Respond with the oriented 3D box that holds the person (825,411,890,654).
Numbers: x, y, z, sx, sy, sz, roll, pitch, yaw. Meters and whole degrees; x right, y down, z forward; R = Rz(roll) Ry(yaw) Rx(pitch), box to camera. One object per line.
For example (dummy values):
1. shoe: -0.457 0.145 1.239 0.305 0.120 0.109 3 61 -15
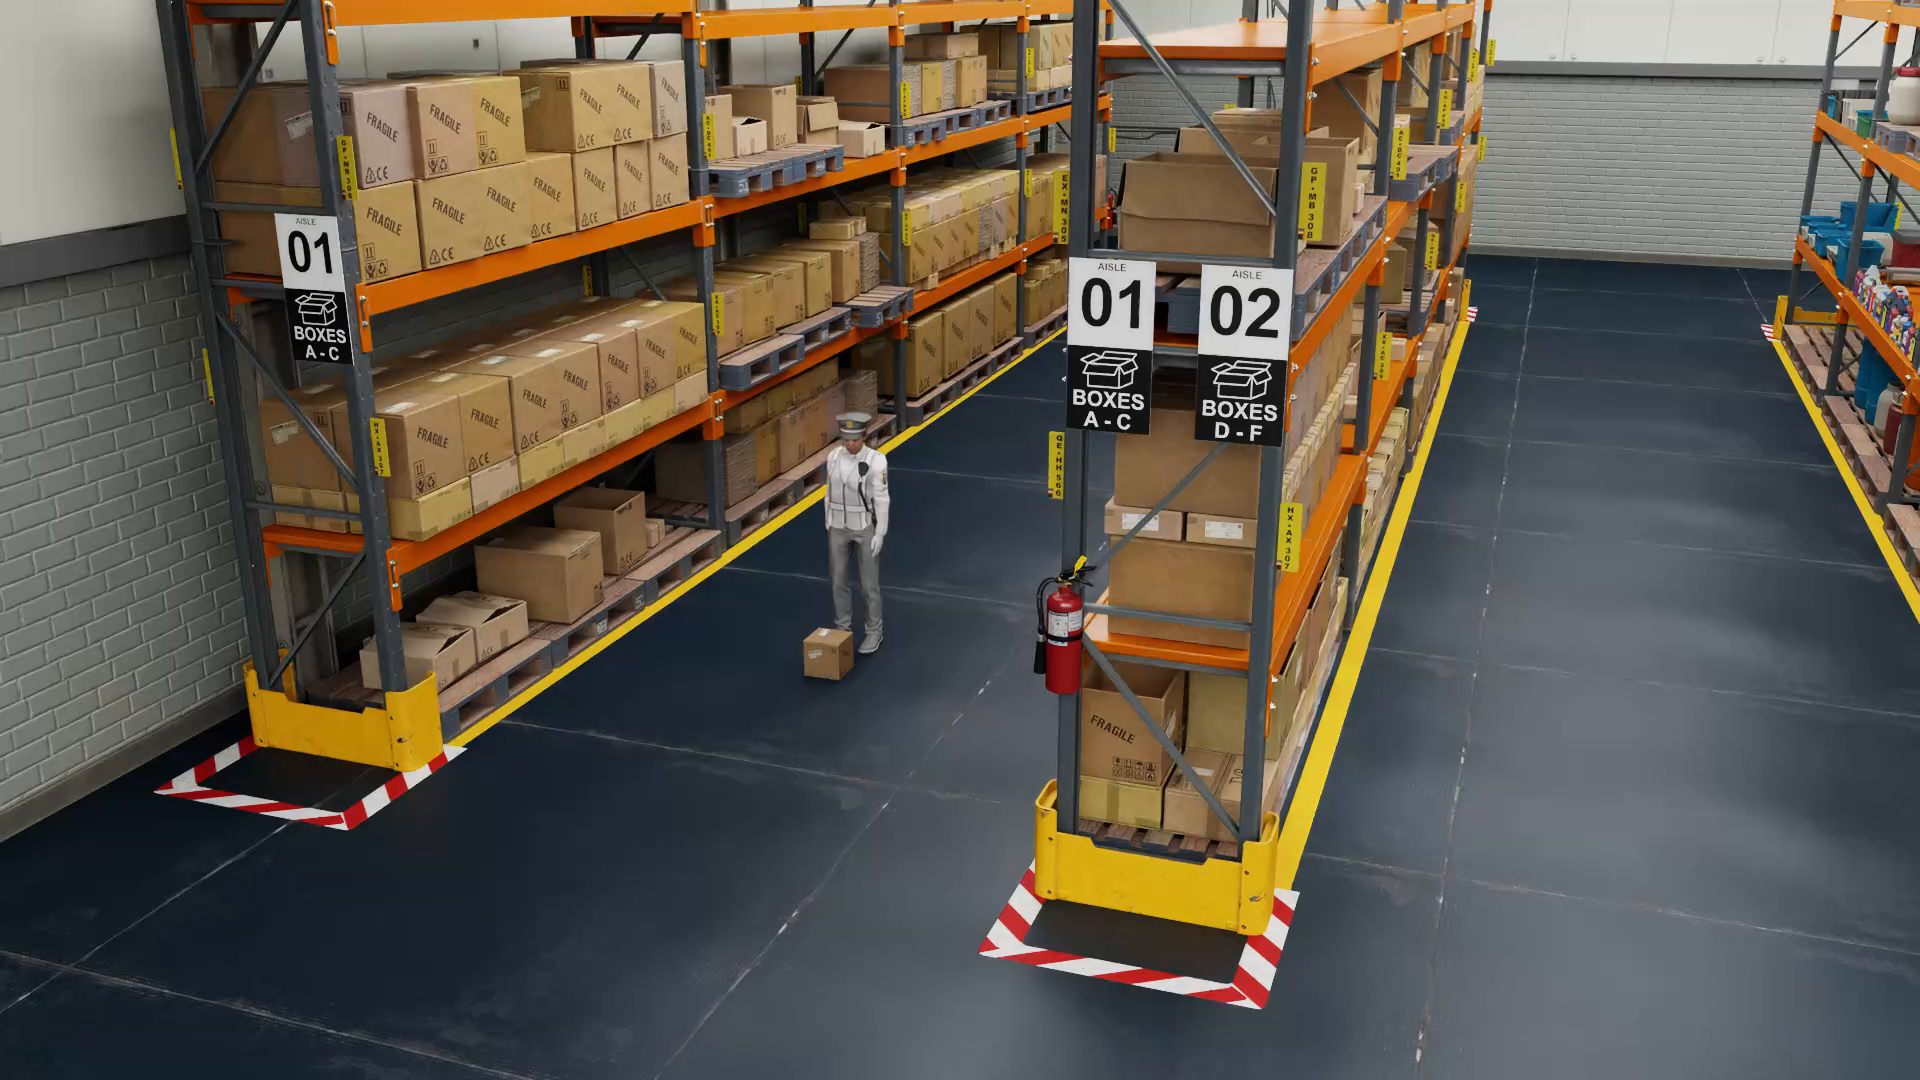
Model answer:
1. person: -0.701 -0.052 11.228 0.470 1.664 0.328 7 20 19
